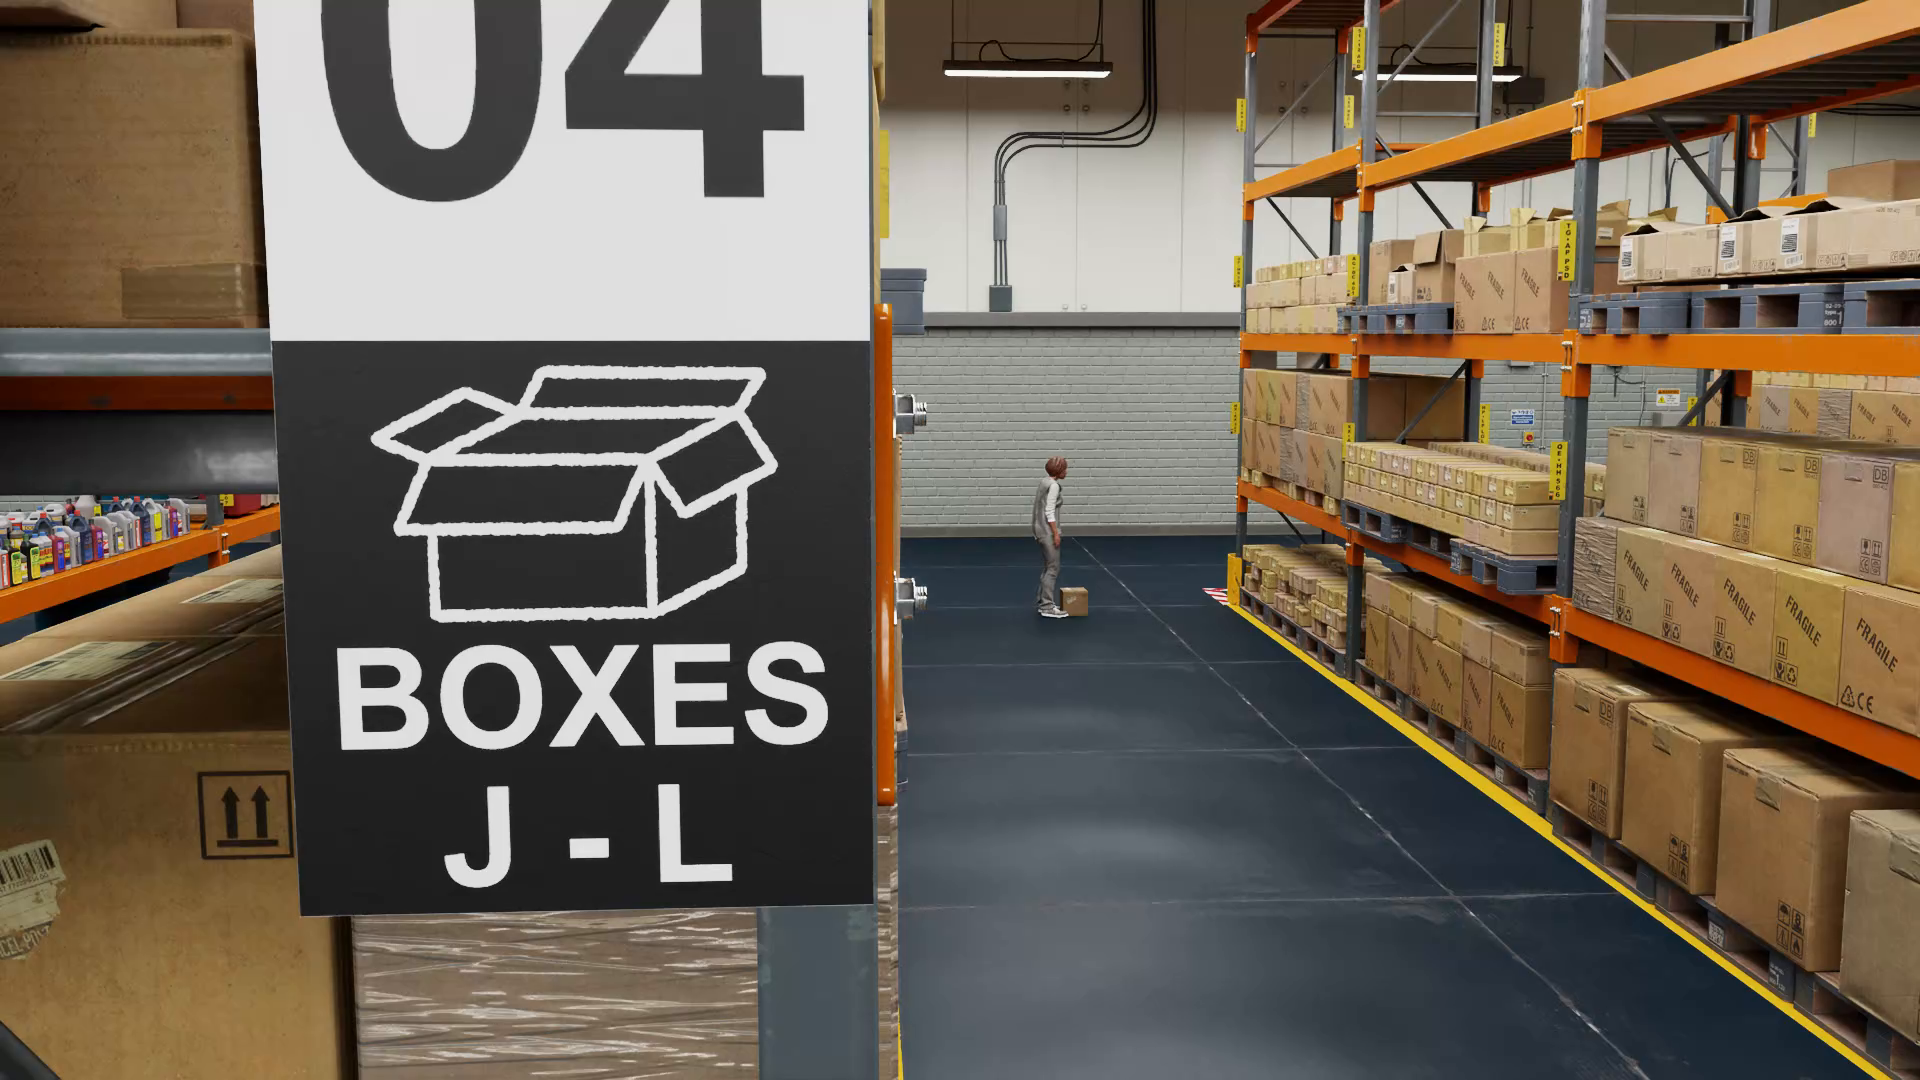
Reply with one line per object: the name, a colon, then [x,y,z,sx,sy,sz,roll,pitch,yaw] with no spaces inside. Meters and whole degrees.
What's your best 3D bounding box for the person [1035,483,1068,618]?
person: [0.906,0.079,16.647,0.318,1.352,0.473,-1,7,-5]
